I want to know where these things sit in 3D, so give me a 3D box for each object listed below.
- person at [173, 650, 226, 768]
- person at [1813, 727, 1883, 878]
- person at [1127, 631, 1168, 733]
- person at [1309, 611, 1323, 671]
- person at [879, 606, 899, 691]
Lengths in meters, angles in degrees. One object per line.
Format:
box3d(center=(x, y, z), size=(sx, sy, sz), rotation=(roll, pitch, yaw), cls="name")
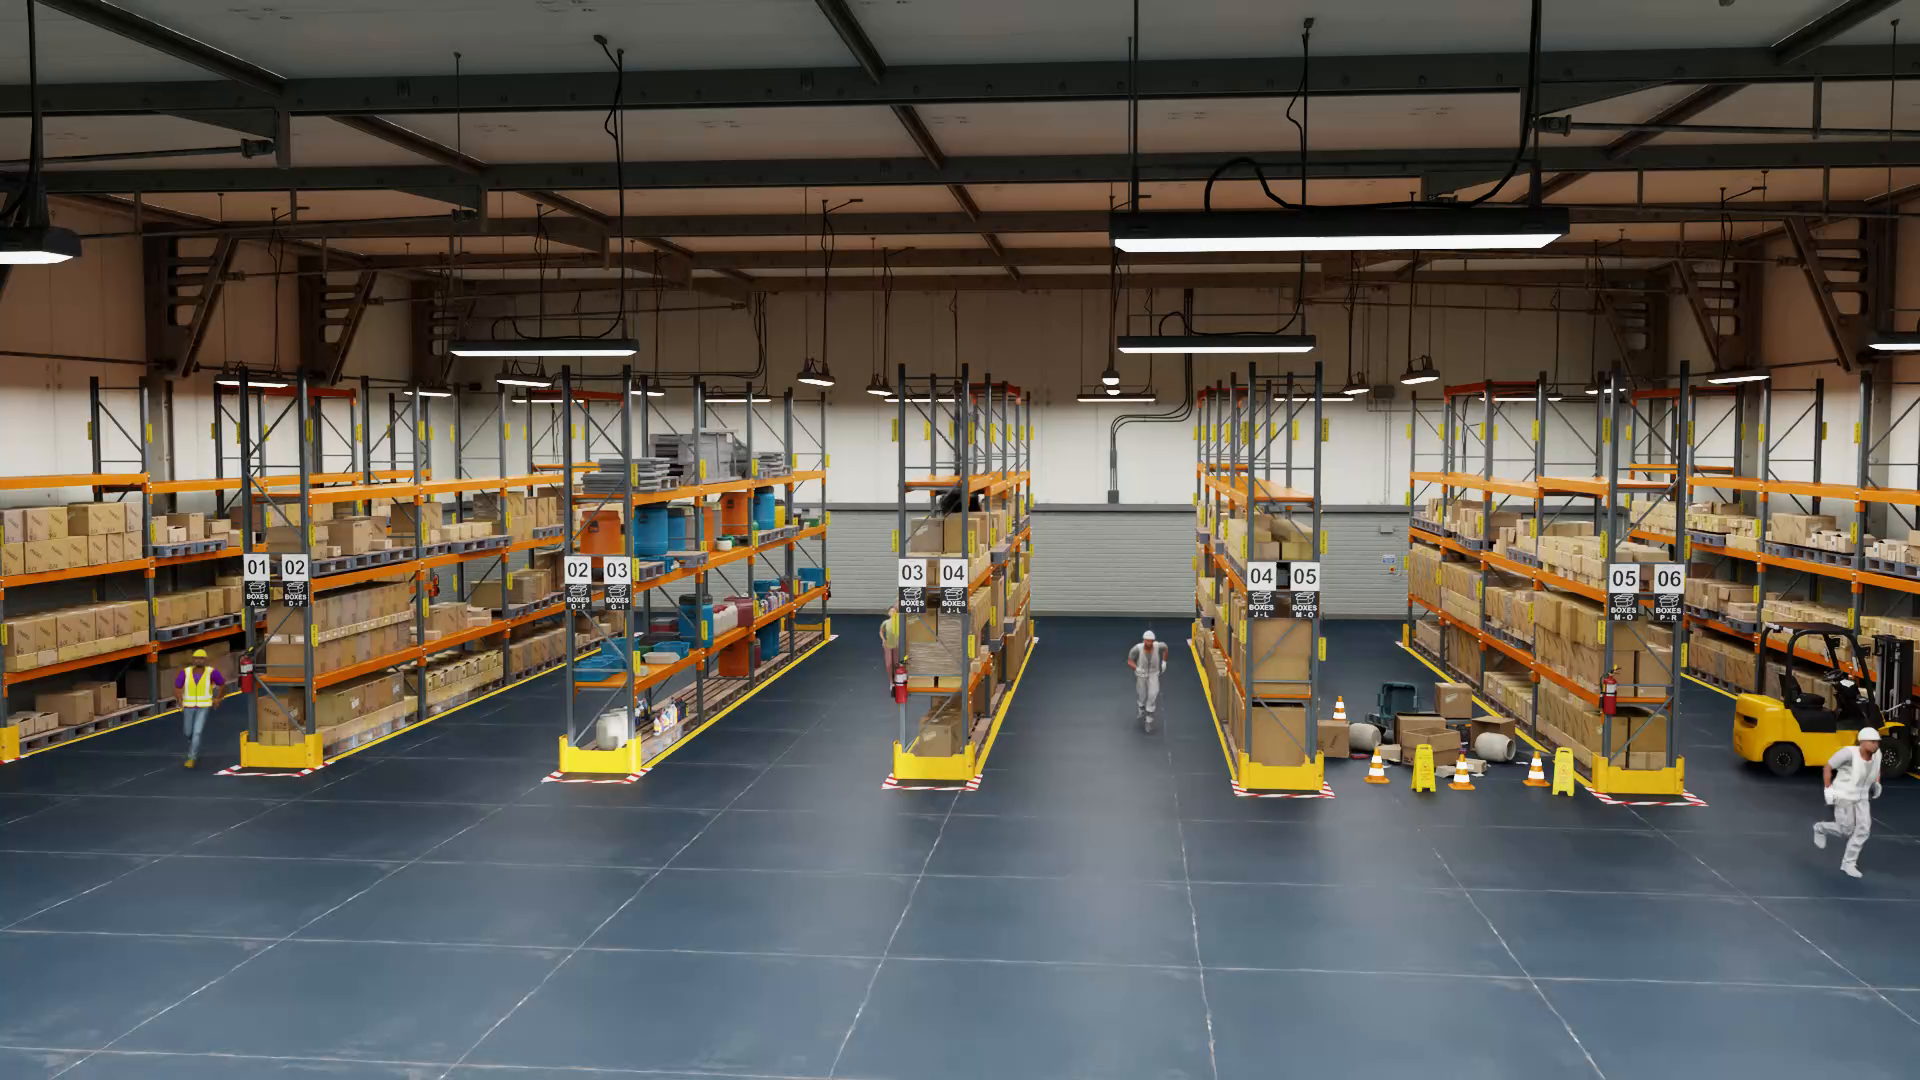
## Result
box3d(center=(-11.537, 2.530, 25.233), size=(0.727, 1.755, 0.803), rotation=(-1, 4, -17), cls="person")
box3d(center=(10.160, 2.948, 19.029), size=(0.680, 1.716, 0.881), rotation=(-1, 4, -18), cls="person")
box3d(center=(3.173, 2.363, 28.261), size=(0.704, 1.732, 1.056), rotation=(0, 4, -2), cls="person")
box3d(center=(7.341, 1.981, 34.854), size=(0.531, 1.579, 0.868), rotation=(1, 4, 8), cls="person")
box3d(center=(-1.307, 2.107, 32.586), size=(0.581, 1.633, 0.599), rotation=(0, 4, 7), cls="person")
